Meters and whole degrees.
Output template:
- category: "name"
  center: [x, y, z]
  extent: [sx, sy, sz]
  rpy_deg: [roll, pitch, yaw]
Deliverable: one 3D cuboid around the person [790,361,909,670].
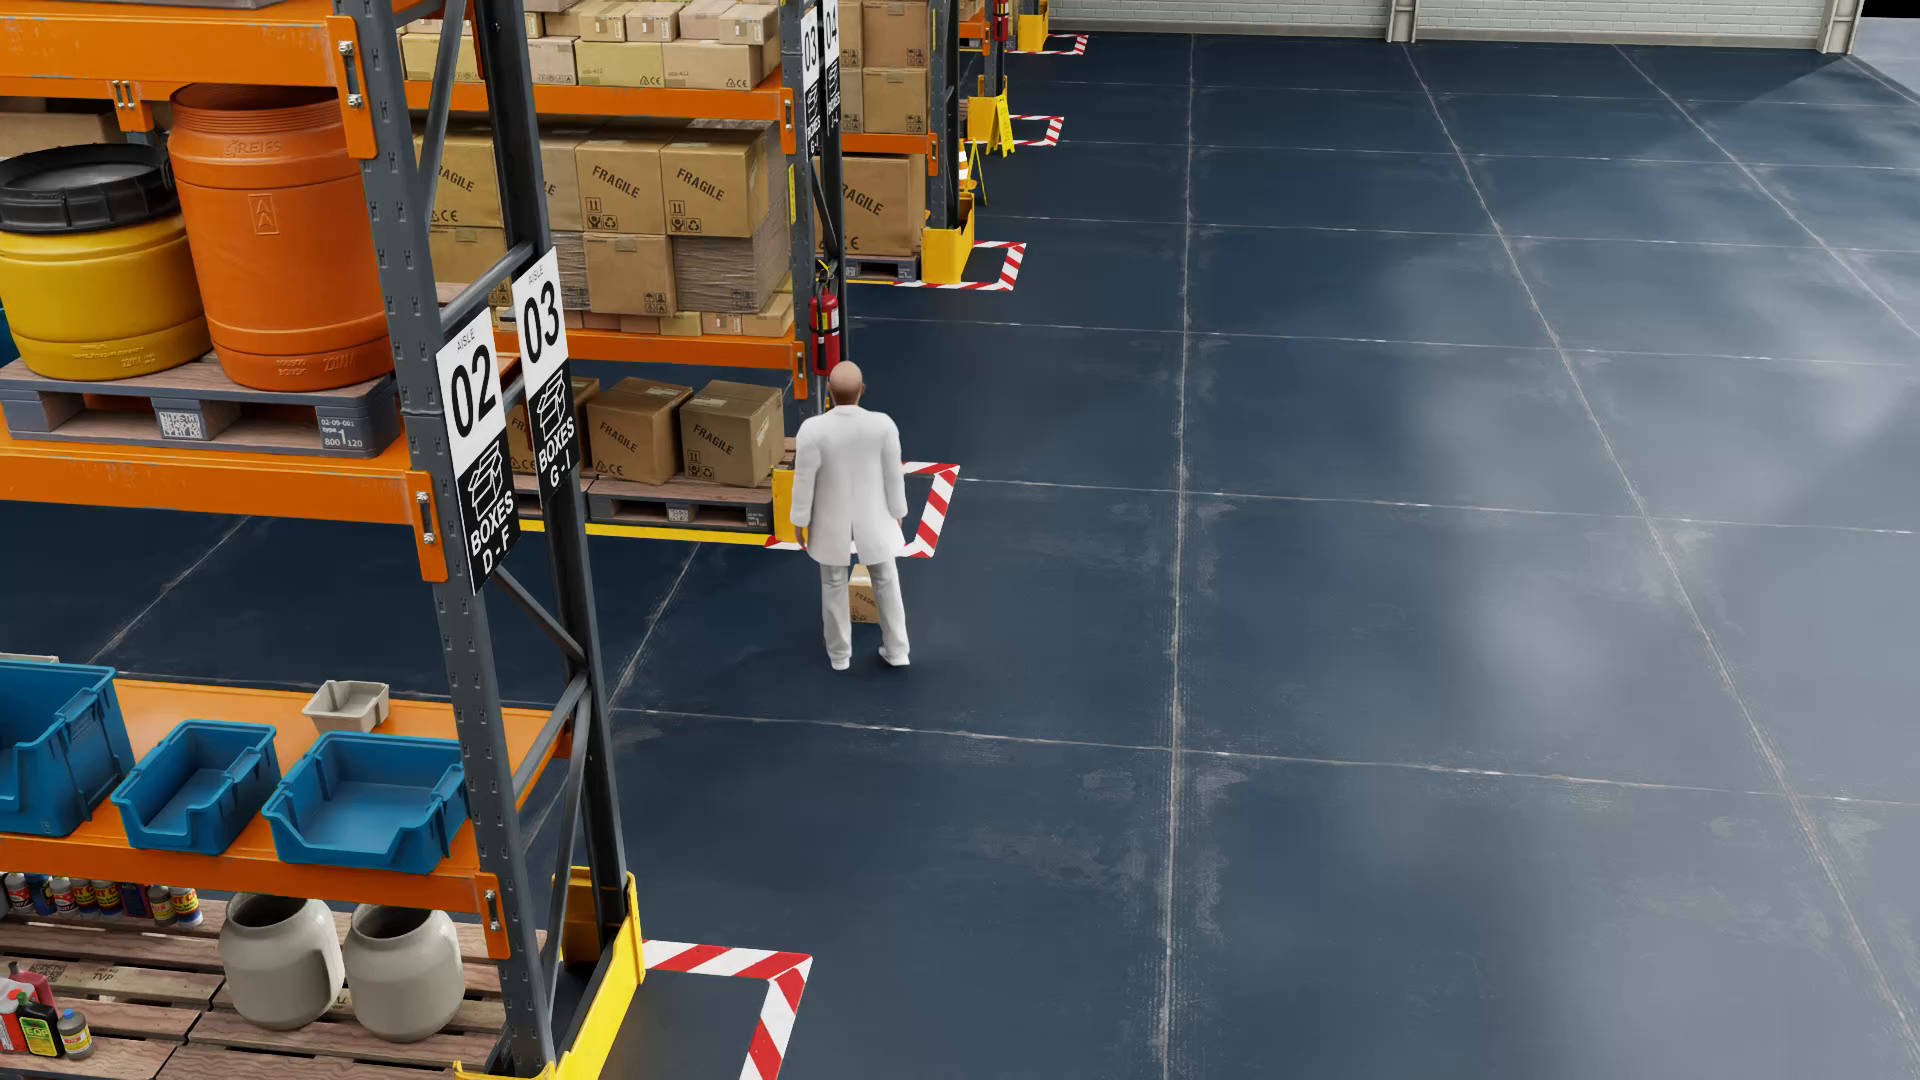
- category: "person"
  center: [-0.593, -0.113, 8.883]
  extent: [0.627, 1.839, 0.447]
  rpy_deg: [-3, 28, -5]
